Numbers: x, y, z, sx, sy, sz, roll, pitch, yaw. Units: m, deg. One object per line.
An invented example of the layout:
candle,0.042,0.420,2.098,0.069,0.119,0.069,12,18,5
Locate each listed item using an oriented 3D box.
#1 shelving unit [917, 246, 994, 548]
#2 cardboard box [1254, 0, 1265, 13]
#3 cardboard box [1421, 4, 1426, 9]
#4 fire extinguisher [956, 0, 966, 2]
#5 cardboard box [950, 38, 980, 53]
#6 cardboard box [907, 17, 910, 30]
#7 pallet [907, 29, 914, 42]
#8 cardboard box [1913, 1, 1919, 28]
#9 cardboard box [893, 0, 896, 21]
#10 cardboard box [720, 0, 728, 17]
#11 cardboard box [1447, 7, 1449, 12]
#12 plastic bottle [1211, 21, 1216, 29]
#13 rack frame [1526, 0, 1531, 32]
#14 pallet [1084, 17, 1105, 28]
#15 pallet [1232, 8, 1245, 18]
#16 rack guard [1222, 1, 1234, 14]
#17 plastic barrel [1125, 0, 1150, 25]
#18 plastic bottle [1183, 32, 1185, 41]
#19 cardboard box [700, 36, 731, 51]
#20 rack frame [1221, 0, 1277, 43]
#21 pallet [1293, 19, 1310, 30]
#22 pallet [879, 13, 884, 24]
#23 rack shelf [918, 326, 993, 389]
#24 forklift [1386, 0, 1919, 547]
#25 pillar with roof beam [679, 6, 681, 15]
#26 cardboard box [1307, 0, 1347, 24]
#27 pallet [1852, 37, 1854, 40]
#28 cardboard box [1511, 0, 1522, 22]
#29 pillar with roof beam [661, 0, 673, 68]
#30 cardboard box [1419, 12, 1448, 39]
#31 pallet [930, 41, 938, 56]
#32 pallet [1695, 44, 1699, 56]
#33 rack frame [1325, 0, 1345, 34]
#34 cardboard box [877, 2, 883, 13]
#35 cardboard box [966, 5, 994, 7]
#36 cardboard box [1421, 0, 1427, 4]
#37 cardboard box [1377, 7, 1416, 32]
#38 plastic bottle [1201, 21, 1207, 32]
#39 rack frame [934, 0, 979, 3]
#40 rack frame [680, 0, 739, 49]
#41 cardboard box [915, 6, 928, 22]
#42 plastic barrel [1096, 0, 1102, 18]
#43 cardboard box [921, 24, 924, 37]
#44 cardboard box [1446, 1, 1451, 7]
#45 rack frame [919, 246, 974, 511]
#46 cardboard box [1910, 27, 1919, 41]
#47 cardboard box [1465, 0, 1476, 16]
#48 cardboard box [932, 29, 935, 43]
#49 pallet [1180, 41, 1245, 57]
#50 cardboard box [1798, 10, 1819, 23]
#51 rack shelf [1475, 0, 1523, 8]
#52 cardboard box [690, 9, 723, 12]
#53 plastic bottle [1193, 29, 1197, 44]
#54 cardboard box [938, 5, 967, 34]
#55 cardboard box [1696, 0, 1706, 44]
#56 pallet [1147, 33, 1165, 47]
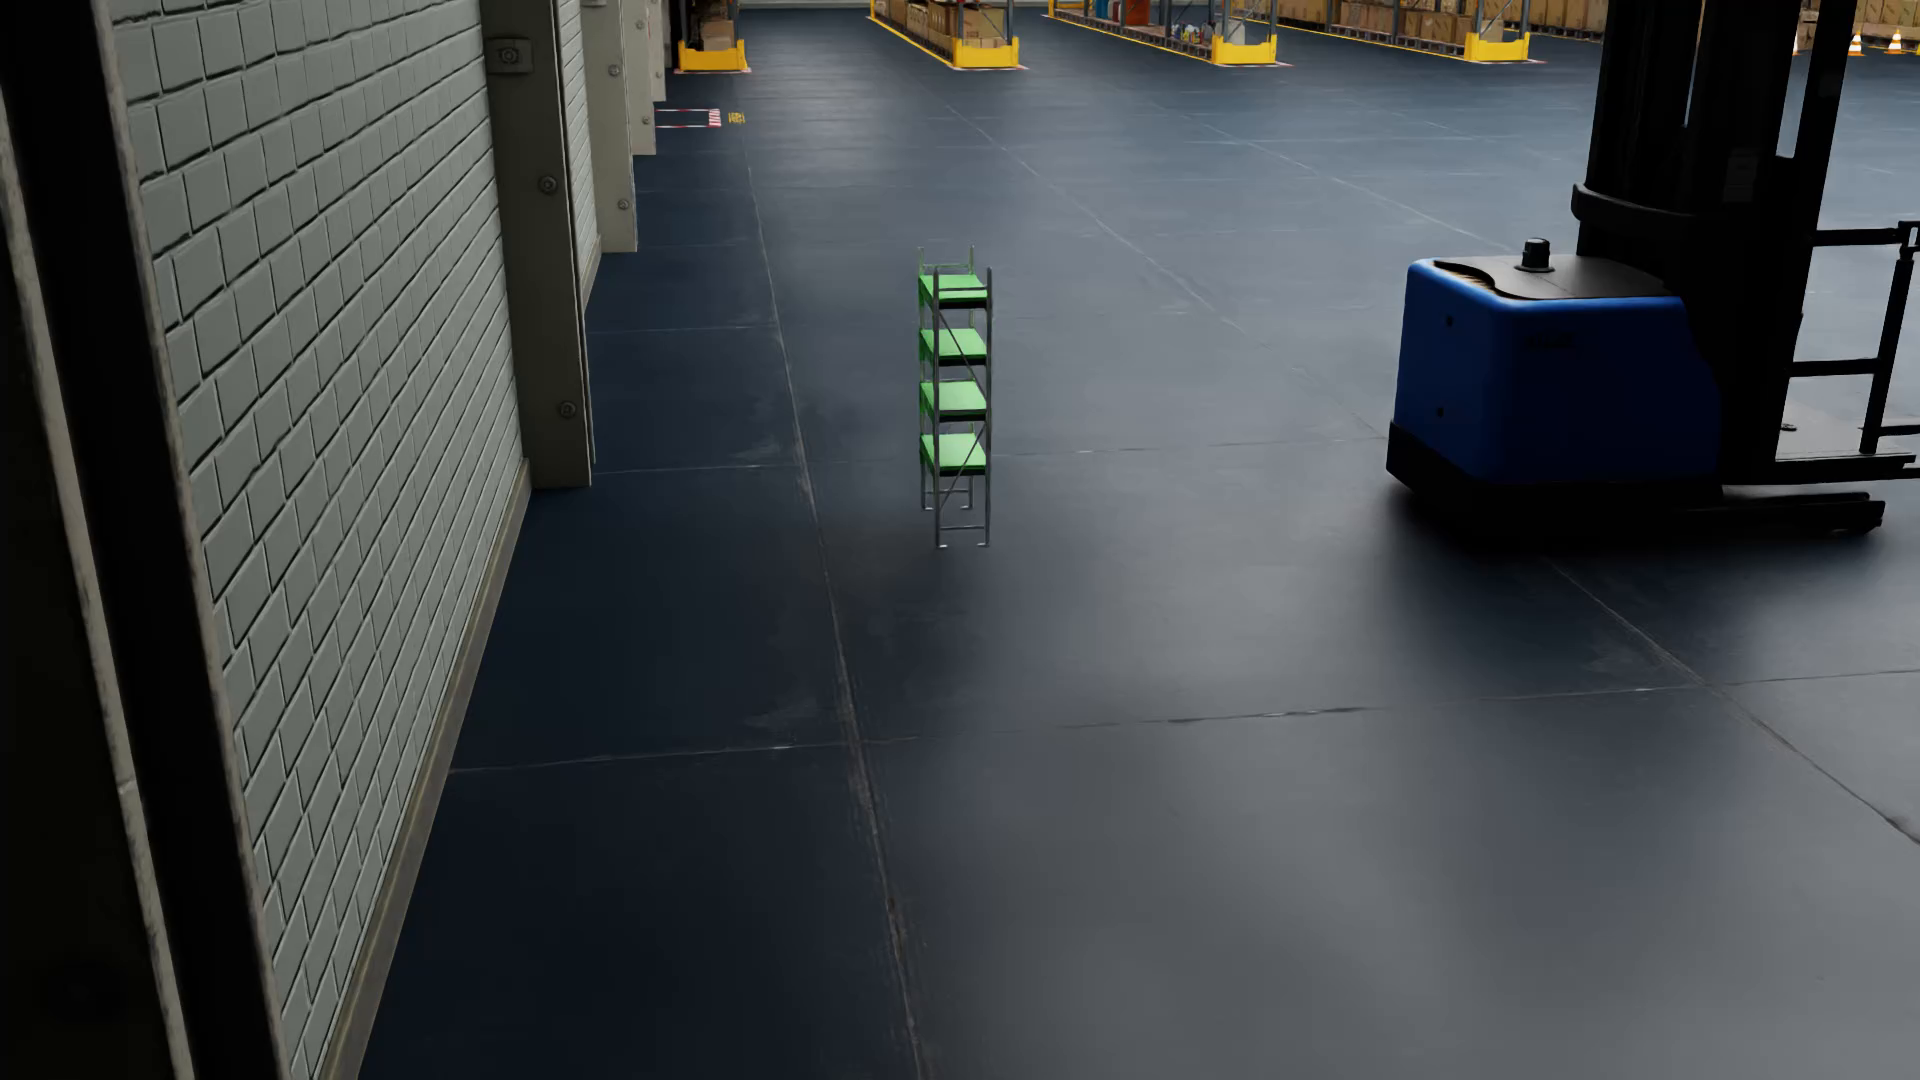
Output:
shelving unit,-0.024,-0.619,7.160,0.258,1.200,0.503,-3,21,-8
cardboard box,8.390,-14.483,44.143,0.875,0.875,0.875,-3,21,-8
cardboard box,12.811,-14.561,45.389,0.380,0.149,0.250,-4,21,-10
fire extinguisher,0.020,-9.984,29.771,0.296,0.674,0.183,-3,21,-8
cardboard box,0.093,-9.164,30.794,0.500,0.250,0.500,-3,21,-8
cardboard box,-0.906,-11.567,37.228,0.500,0.250,0.500,-3,21,-8
pallet,-0.611,-11.261,37.065,1.003,0.211,1.213,-3,21,-8
cardboard box,19.699,-10.607,33.586,0.500,0.500,0.500,-3,21,-7
cardboard box,-1.351,-12.910,40.439,0.500,0.500,0.500,-3,21,-7
cardboard box,-5.569,-12.054,37.675,0.750,0.750,0.750,-3,21,-8
cardboard box,13.110,-14.027,43.959,0.380,0.149,0.250,-2,21,-6
plastic bottle,5.193,-10.408,33.953,0.144,0.351,0.185,-4,21,-10
rack frame,14.035,-13.568,39.256,1.000,3.000,0.127,-3,21,-8
pallet,3.705,-12.912,41.486,1.003,0.211,1.213,-3,21,-8
pallet,8.152,-14.543,45.853,1.003,0.211,1.213,-3,21,-8
rack guard,7.956,-14.960,46.555,1.175,0.500,0.348,-3,21,-8
plastic barrel,4.124,-12.451,38.768,0.600,0.830,0.708,-3,21,-8
plastic bottle,4.538,-10.148,33.471,0.097,0.201,0.097,0,20,0
cardboard box,-4.450,-9.024,30.304,0.500,0.311,0.500,-5,21,-14
rack frame,5.364,-10.333,30.595,1.000,3.000,0.127,-3,21,-8
pallet,8.901,-12.745,41.037,1.003,0.211,1.213,-3,21,-8
pallet,-1.545,-13.594,43.312,1.003,0.211,1.213,-3,21,-8
rack shelf,-0.024,-0.784,7.098,0.258,0.148,0.480,-3,21,-8
forklift,3.587,-1.569,7.227,3.031,2.935,1.130,-3,21,-8
pillar with roof beam,-3.731,-19.292,46.007,9.100,9.000,0.400,-3,21,-8
cardboard box,9.034,-12.794,39.620,1.225,0.875,0.875,-4,21,-10
pallet,19.382,-11.431,37.519,1.003,0.211,1.213,-3,21,-8
cardboard box,13.682,-12.808,40.194,0.500,0.500,0.500,-3,21,-8
pillar with roof beam,-1.136,-13.060,29.321,9.100,9.000,0.400,-3,21,-8
cardboard box,9.797,-10.655,34.429,0.500,0.500,0.500,4,21,9
pallet,-0.041,-9.886,33.382,1.003,0.211,1.213,-3,21,-8
pallet,14.996,-9.764,33.058,1.003,0.211,1.213,-3,21,-8
rack frame,9.112,-13.353,38.680,1.000,3.000,0.127,-3,21,-8
cardboard box,-1.902,-13.993,43.696,0.500,0.250,0.500,-3,21,-8
cardboard box,0.391,-10.061,32.124,0.500,0.500,0.500,-3,21,-8
cardboard box,12.872,-14.785,45.563,0.380,0.149,0.250,-4,21,-10
cardboard box,9.572,-11.383,36.349,0.700,0.500,0.500,-3,21,-8
plastic bottle,5.023,-10.467,34.112,0.144,0.351,0.185,-3,21,-8
rack frame,-0.114,-11.469,33.637,1.000,3.000,0.127,-3,21,-8
rack frame,-4.439,-9.833,29.257,1.000,3.000,0.127,-3,21,-8
cardboard box,-0.676,-11.293,35.694,0.500,0.311,0.500,-3,21,-8
plastic barrel,3.696,-13.512,41.506,0.600,0.901,0.708,-3,21,-8
cardboard box,-0.532,-10.682,34.859,0.500,0.250,0.500,-3,21,-9
cardboard box,13.047,-14.139,43.835,0.380,0.149,0.250,-4,21,-10
rack frame,-0.059,-0.704,7.386,0.240,1.200,0.015,-3,21,-8
cardboard box,19.686,-10.266,33.745,0.500,0.250,0.500,-3,21,-8
cardboard box,13.303,-13.709,42.607,0.500,0.500,0.500,-2,21,-6
cardboard box,-0.281,-10.029,33.110,0.500,0.250,0.500,-3,21,-8
pallet,5.022,-9.754,33.029,1.003,0.211,1.213,-3,21,-8
cardboard box,19.310,-11.863,37.848,0.950,0.372,0.625,-2,21,-4
rack shelf,9.977,-10.938,33.243,1.077,0.370,4.000,-3,21,-8
cardboard box,-5.378,-11.037,35.423,0.700,0.500,0.500,-3,21,-8
plastic bottle,4.631,-9.920,32.742,0.061,0.283,0.133,-2,21,-6
cardboard box,-0.139,-10.034,32.051,0.500,0.500,0.500,-3,21,-8
cardboard box,15.025,-10.231,32.758,0.875,0.875,0.875,-3,21,-7
pallet,4.636,-10.682,35.513,1.003,0.211,1.213,-3,21,-8
